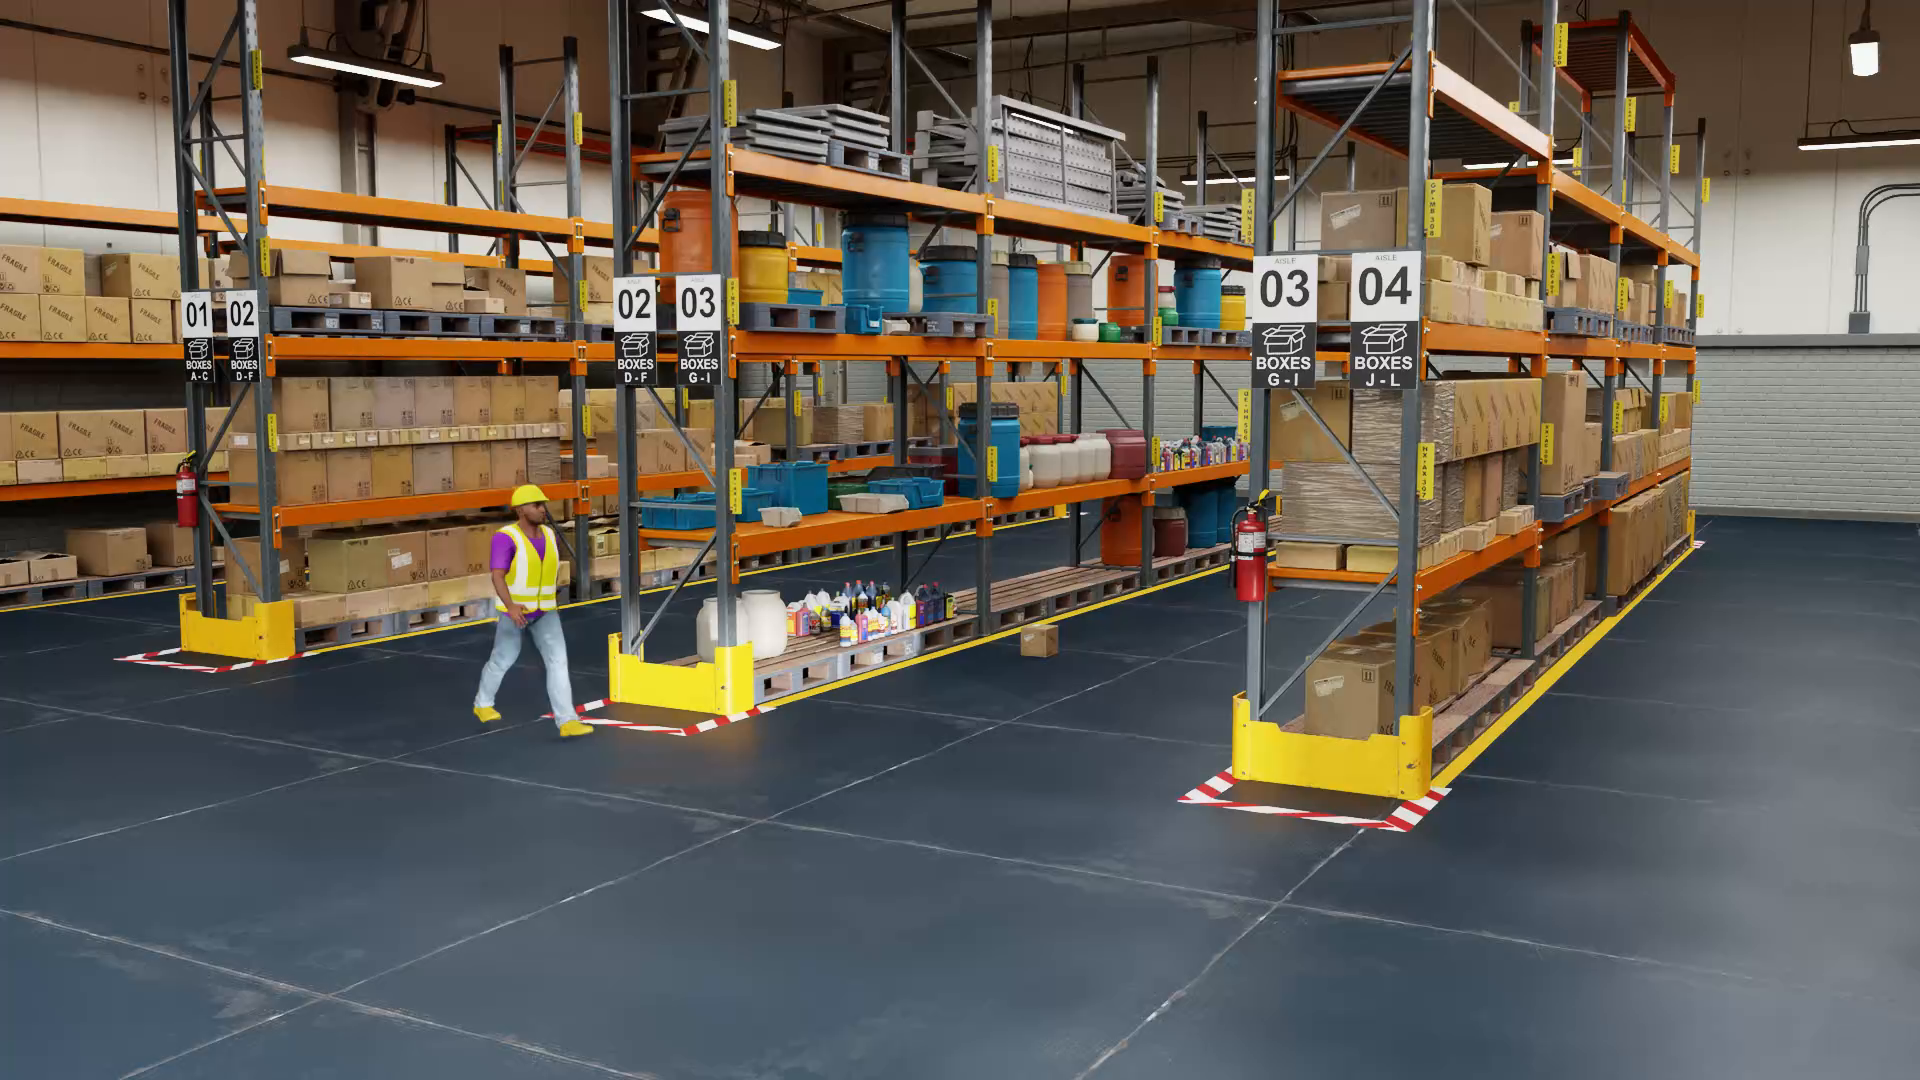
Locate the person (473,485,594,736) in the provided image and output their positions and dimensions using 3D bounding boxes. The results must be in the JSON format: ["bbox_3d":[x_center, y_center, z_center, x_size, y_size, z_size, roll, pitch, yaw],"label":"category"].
[{"bbox_3d":[-2.961,0.479,11.416,1.113,1.715,0.655,5,8,41],"label":"person"}]
